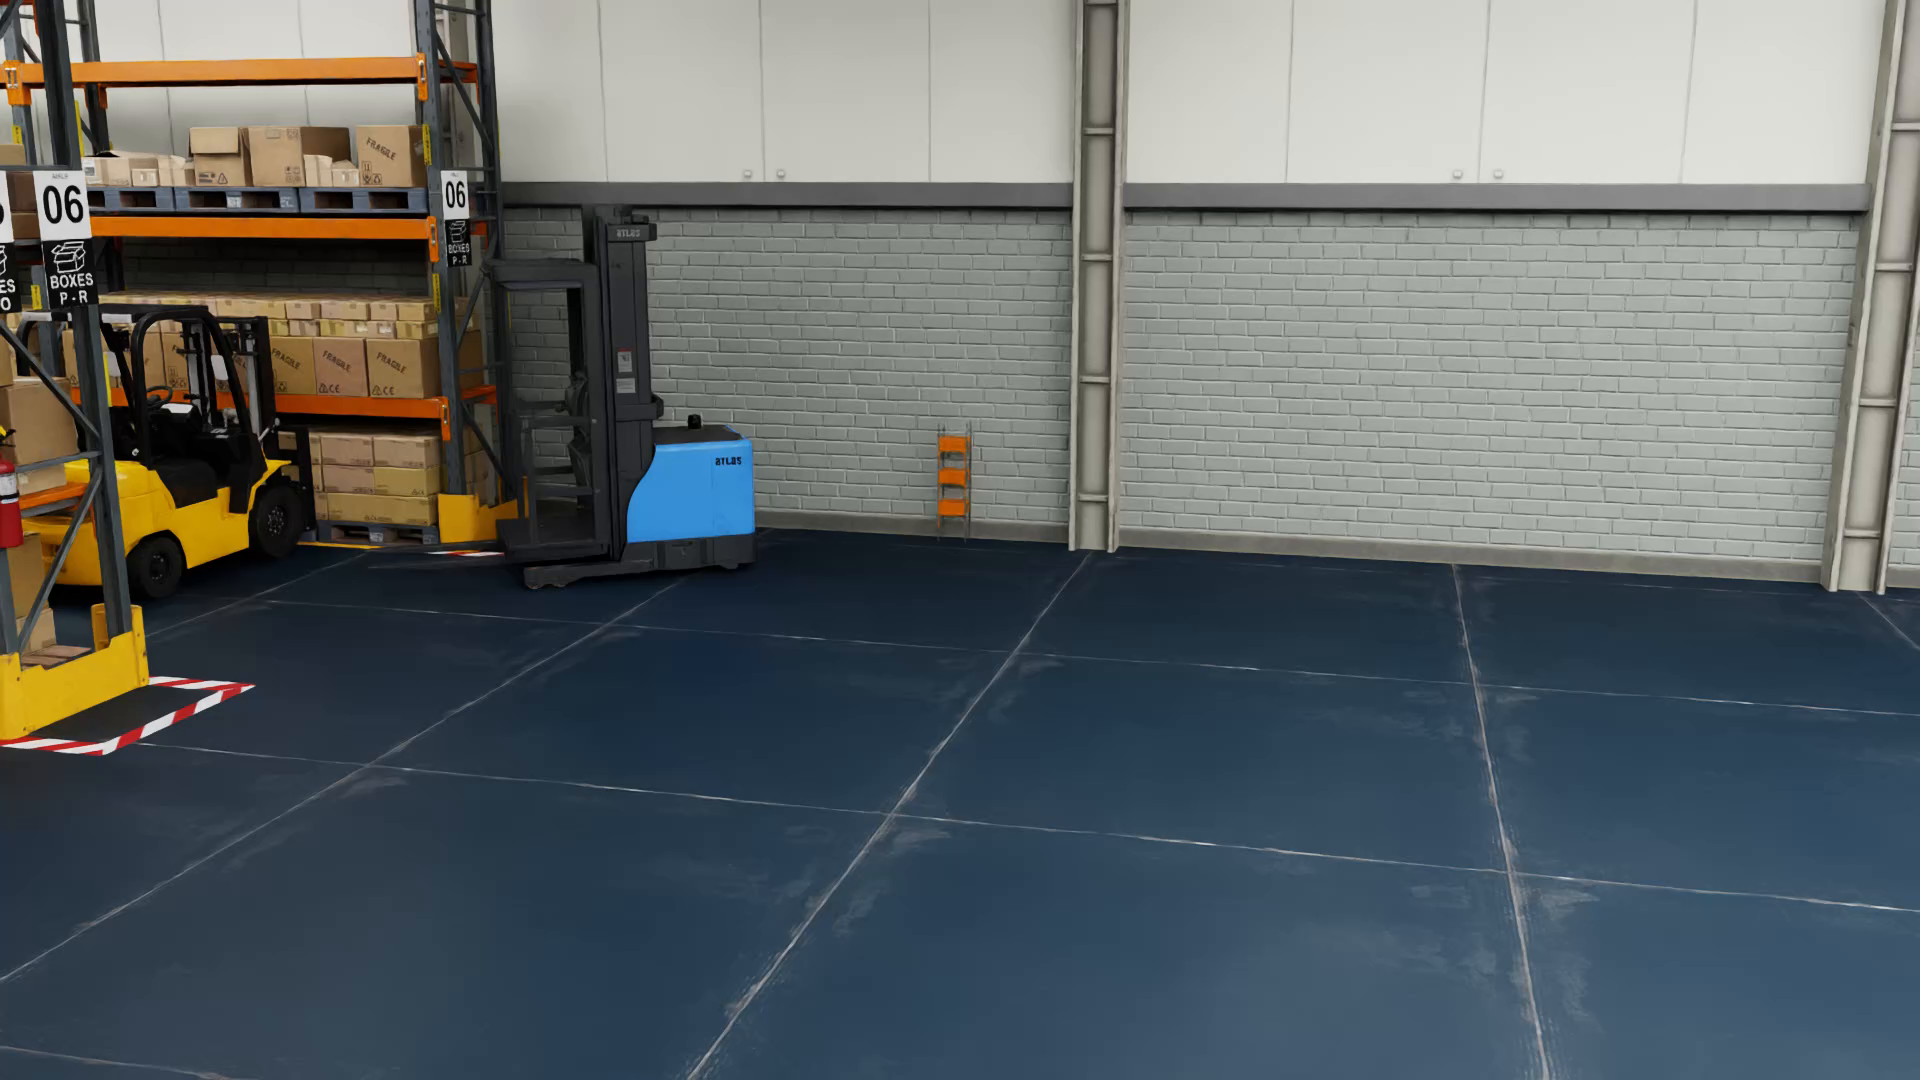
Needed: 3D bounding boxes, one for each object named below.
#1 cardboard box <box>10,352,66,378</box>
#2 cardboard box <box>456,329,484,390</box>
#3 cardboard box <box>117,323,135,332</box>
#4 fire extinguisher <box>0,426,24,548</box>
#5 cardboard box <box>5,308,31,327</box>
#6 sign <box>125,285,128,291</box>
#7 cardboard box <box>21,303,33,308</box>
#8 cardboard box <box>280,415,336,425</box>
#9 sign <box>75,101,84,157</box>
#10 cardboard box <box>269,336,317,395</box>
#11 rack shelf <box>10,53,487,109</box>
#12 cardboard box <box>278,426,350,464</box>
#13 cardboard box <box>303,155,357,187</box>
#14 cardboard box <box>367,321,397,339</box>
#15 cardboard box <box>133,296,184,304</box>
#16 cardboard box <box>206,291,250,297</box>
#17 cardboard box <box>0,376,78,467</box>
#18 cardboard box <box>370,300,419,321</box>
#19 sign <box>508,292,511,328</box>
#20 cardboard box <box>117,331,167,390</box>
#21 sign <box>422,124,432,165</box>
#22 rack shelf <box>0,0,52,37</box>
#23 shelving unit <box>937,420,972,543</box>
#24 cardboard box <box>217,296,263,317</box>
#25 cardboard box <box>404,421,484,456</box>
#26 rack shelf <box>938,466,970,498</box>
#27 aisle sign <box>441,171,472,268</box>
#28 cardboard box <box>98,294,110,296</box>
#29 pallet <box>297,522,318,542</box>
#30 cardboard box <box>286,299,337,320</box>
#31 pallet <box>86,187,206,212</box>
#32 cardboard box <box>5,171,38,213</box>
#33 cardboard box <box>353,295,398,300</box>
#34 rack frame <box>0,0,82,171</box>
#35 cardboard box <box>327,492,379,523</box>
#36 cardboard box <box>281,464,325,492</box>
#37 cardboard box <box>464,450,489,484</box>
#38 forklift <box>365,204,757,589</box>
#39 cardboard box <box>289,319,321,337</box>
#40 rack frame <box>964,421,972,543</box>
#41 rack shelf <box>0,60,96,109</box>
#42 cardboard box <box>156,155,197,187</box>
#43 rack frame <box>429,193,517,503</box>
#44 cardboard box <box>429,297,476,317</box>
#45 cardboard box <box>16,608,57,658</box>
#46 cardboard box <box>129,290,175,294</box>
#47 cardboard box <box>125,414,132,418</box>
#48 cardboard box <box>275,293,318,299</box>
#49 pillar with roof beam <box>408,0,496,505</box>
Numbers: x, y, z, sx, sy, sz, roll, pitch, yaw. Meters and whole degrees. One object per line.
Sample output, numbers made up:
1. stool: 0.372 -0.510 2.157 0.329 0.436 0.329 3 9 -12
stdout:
1. cardboard box: -8.641 -1.589 15.316 0.500 0.250 0.500 3 13 15
2. cardboard box: -4.620 -1.616 14.863 0.500 0.500 0.500 3 13 15
3. cardboard box: -7.331 -1.964 14.932 0.250 0.149 0.380 3 13 13
4. fire extinguisher: -5.390 -0.299 9.334 0.183 0.674 0.296 3 13 14
5. cardboard box: -8.728 -2.037 15.262 0.250 0.149 0.380 3 13 13
6. sign: -7.957 -2.269 15.854 0.005 0.325 0.100 3 13 14
7. cardboard box: -8.869 -2.158 15.806 0.250 0.149 0.380 3 13 13
8. cardboard box: -6.091 -0.980 15.297 0.500 0.250 0.500 3 13 12
9. sign: -5.261 -2.445 9.884 0.005 0.325 0.100 3 13 14
10. cardboard box: -5.745 -1.558 14.600 0.500 0.500 0.500 3 13 12
11. rack shelf: -6.147 -3.970 14.434 4.000 0.370 1.077 3 13 14
12. cardboard box: -5.716 -0.842 14.673 0.500 0.250 0.500 3 13 14
13. cardboard box: -5.329 -3.128 14.093 0.258 0.266 0.396 3 13 14
14. cardboard box: -4.864 -1.815 14.261 0.250 0.149 0.380 3 13 14
15. cardboard box: -7.100 -2.082 14.777 0.250 0.149 0.380 3 13 15
16. cardboard box: -6.707 -2.199 15.302 0.250 0.149 0.380 3 13 13
17. cardboard box: -5.784 -0.716 10.120 0.500 0.500 0.500 3 13 13
18. cardboard box: -4.850 -1.975 14.293 0.250 0.149 0.380 3 13 14
19. sign: -4.066 -2.061 14.917 0.005 0.325 0.100 3 13 14
20. cardboard box: -7.211 -1.638 14.962 0.500 0.500 0.500 3 13 15
21. sign: -4.349 -3.228 13.571 0.005 0.325 0.100 3 13 14
22. rack shelf: -7.333 -3.119 9.685 4.000 0.370 1.077 3 13 14
23. shelving unit: -0.048 -0.518 14.618 0.252 1.050 0.215 3 11 13
24. cardboard box: -6.334 -2.063 14.693 0.250 0.149 0.380 3 13 14
25. cardboard box: -4.626 -0.899 14.930 0.500 0.250 0.500 3 13 13
26. rack shelf: -0.048 -0.507 14.620 0.240 0.259 0.215 3 11 13
27. aisle sign: -4.212 -2.687 13.919 0.004 0.787 0.394 3 13 14
28. cardboard box: -7.850 -2.123 14.961 0.250 0.149 0.380 3 13 15
29. pallet: -6.138 -0.217 15.223 1.213 0.211 1.003 3 13 14
30. cardboard box: -5.614 -2.001 14.414 0.250 0.149 0.380 3 13 15
31. pallet: -7.254 -3.073 14.940 1.213 0.211 1.003 3 13 14
32. cardboard box: -5.815 -2.058 9.818 0.500 0.250 0.500 3 13 13
33. cardboard box: -5.222 -2.104 14.876 0.250 0.149 0.380 3 13 14
34. rack frame: -5.391 -3.368 9.139 0.127 3.000 1.000 3 13 14
35. cardboard box: -5.218 -0.332 14.683 0.500 0.250 0.500 3 13 14
36. cardboard box: -5.743 -0.600 14.739 0.500 0.250 0.500 3 13 12
37. cardboard box: -4.612 -0.658 15.000 0.500 0.250 0.500 3 13 15
38. forklift: -3.238 -1.176 13.267 3.031 2.935 1.130 -5 13 -19
39. cardboard box: -5.610 -1.861 14.466 0.250 0.149 0.380 3 13 12
40. rack frame: 0.071 -0.511 14.590 0.008 1.050 0.200 3 11 13
41. rack shelf: -10.030 -4.177 15.369 4.000 0.370 1.077 3 13 14
42. cardboard box: -6.720 -3.203 14.429 0.258 0.266 0.396 3 13 12
43. rack frame: -4.205 -1.483 14.495 0.127 3.000 1.000 3 13 14
44. cardboard box: -4.480 -2.056 14.662 0.250 0.149 0.380 3 13 12
45. cardboard box: -6.108 0.598 10.492 0.500 0.250 0.500 3 13 13
46. cardboard box: -7.473 -2.227 15.431 0.250 0.149 0.380 3 13 12
47. cardboard box: -7.565 -1.057 15.642 0.500 0.250 0.500 3 13 15
48. cardboard box: -5.975 -2.143 15.051 0.250 0.149 0.380 3 13 14
49. pillar with roof beam: -5.697 -3.733 10.782 0.400 9.000 9.100 3 13 14
